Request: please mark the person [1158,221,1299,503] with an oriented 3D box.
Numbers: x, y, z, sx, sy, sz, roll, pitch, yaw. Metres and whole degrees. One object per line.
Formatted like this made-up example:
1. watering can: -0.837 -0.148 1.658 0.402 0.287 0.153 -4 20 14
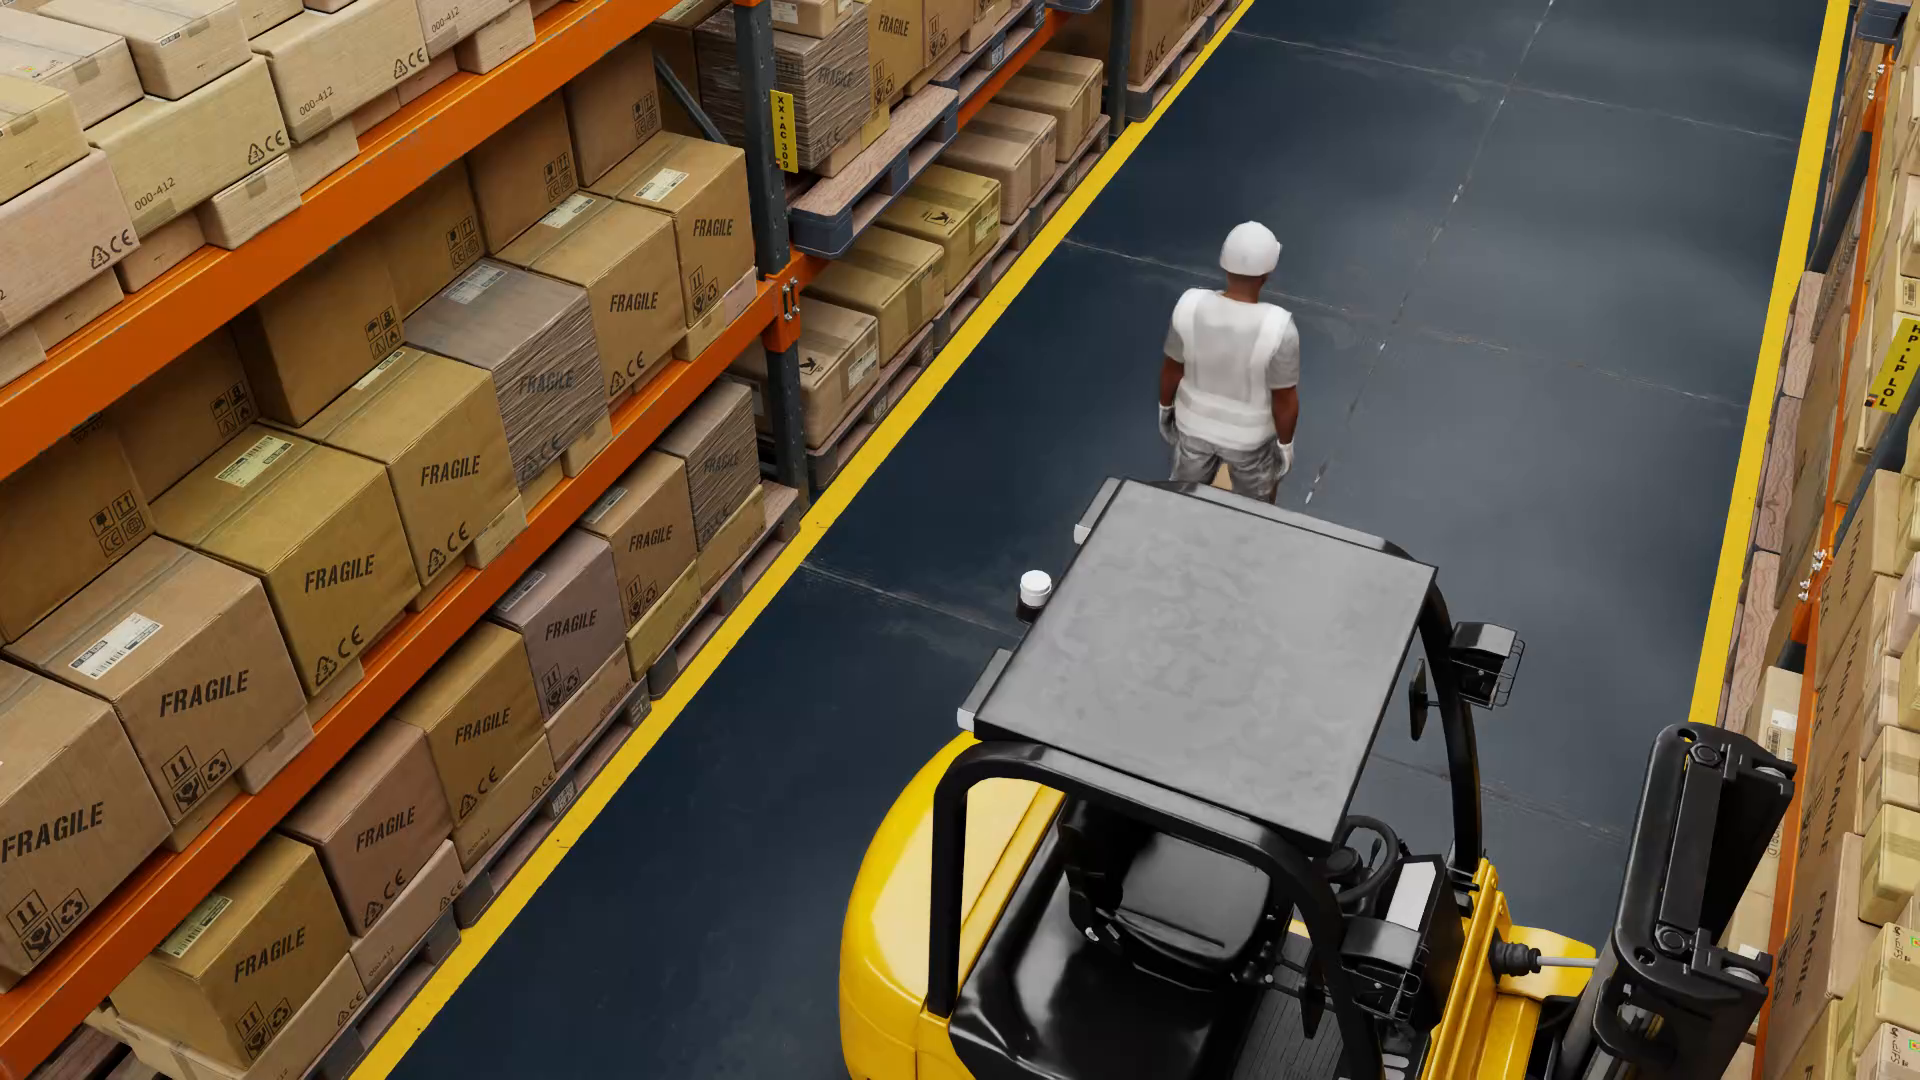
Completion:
1. person: 1.100 -0.506 6.705 0.584 1.791 0.546 17 44 18
